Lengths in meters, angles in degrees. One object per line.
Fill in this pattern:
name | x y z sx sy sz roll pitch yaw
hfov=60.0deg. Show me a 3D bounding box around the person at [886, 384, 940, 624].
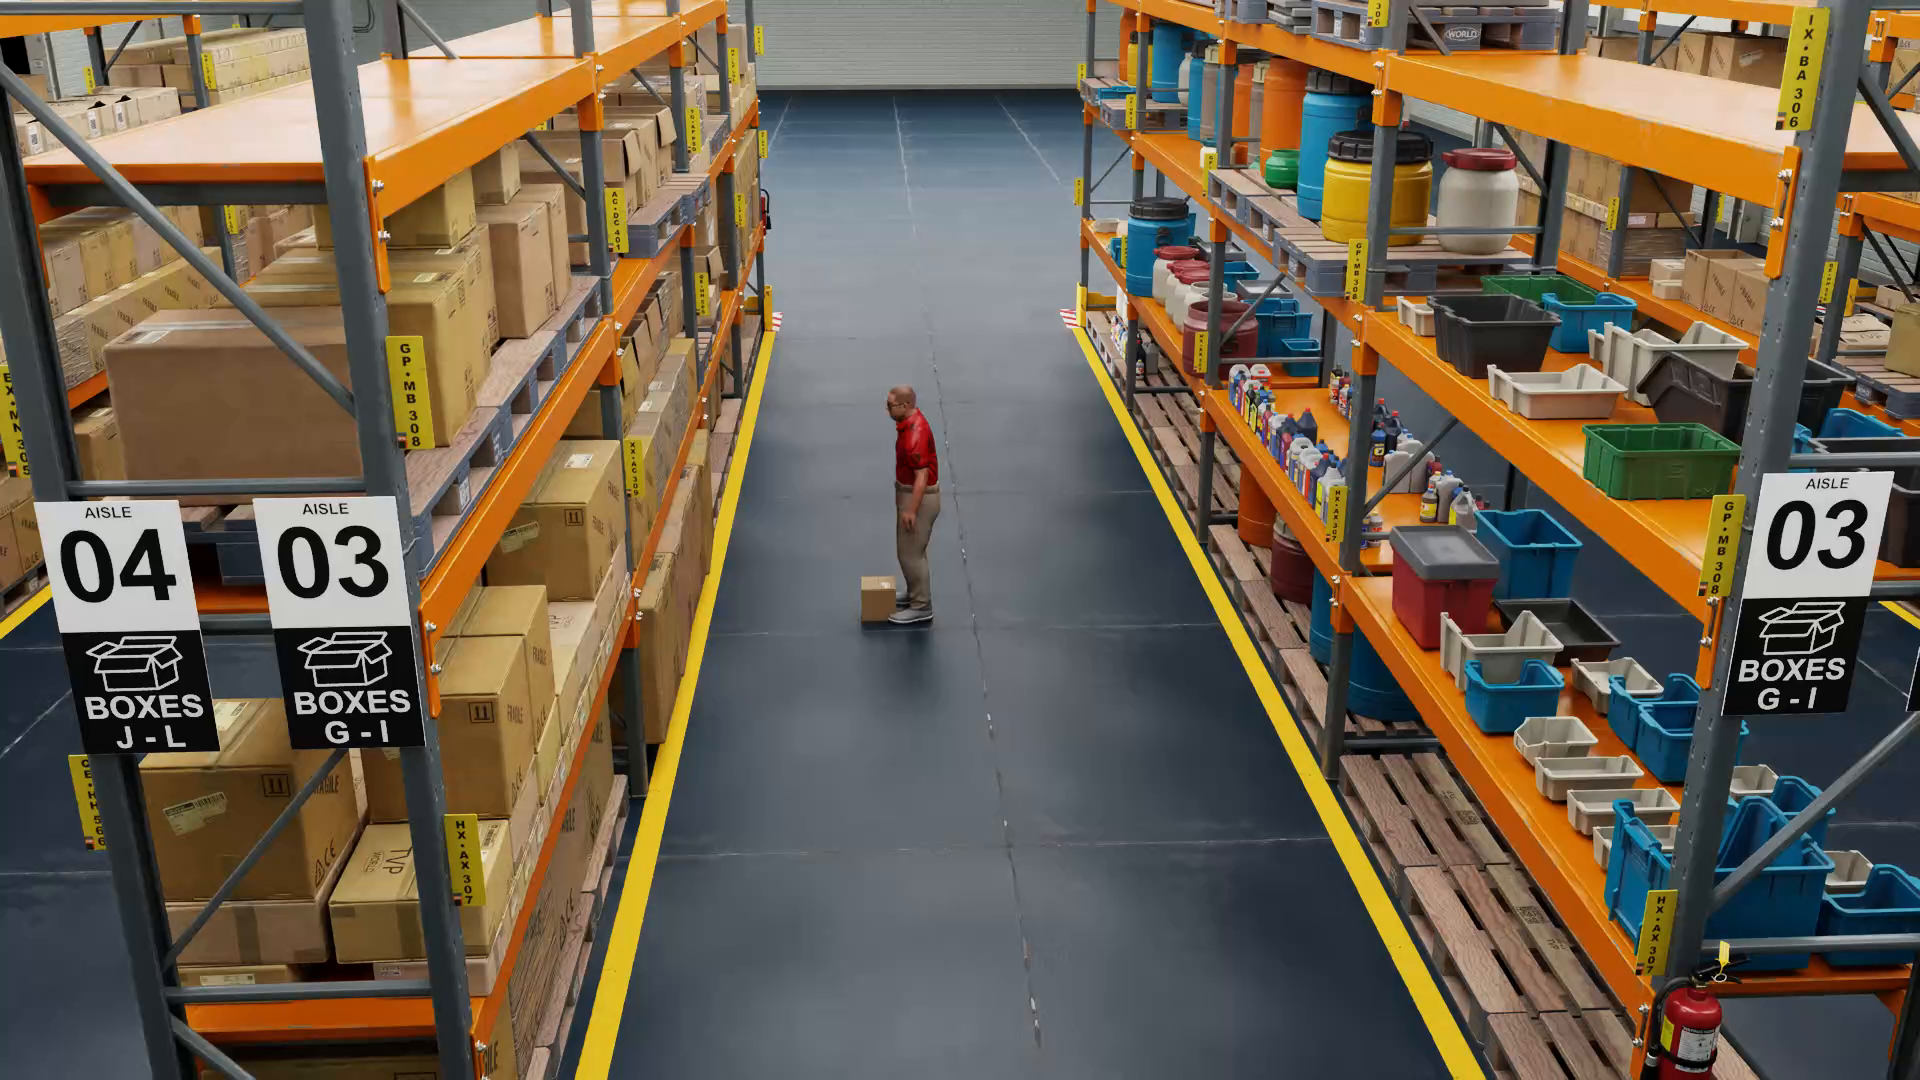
person | -0.338 -0.273 11.836 0.386 1.727 0.595 -2 20 -4
